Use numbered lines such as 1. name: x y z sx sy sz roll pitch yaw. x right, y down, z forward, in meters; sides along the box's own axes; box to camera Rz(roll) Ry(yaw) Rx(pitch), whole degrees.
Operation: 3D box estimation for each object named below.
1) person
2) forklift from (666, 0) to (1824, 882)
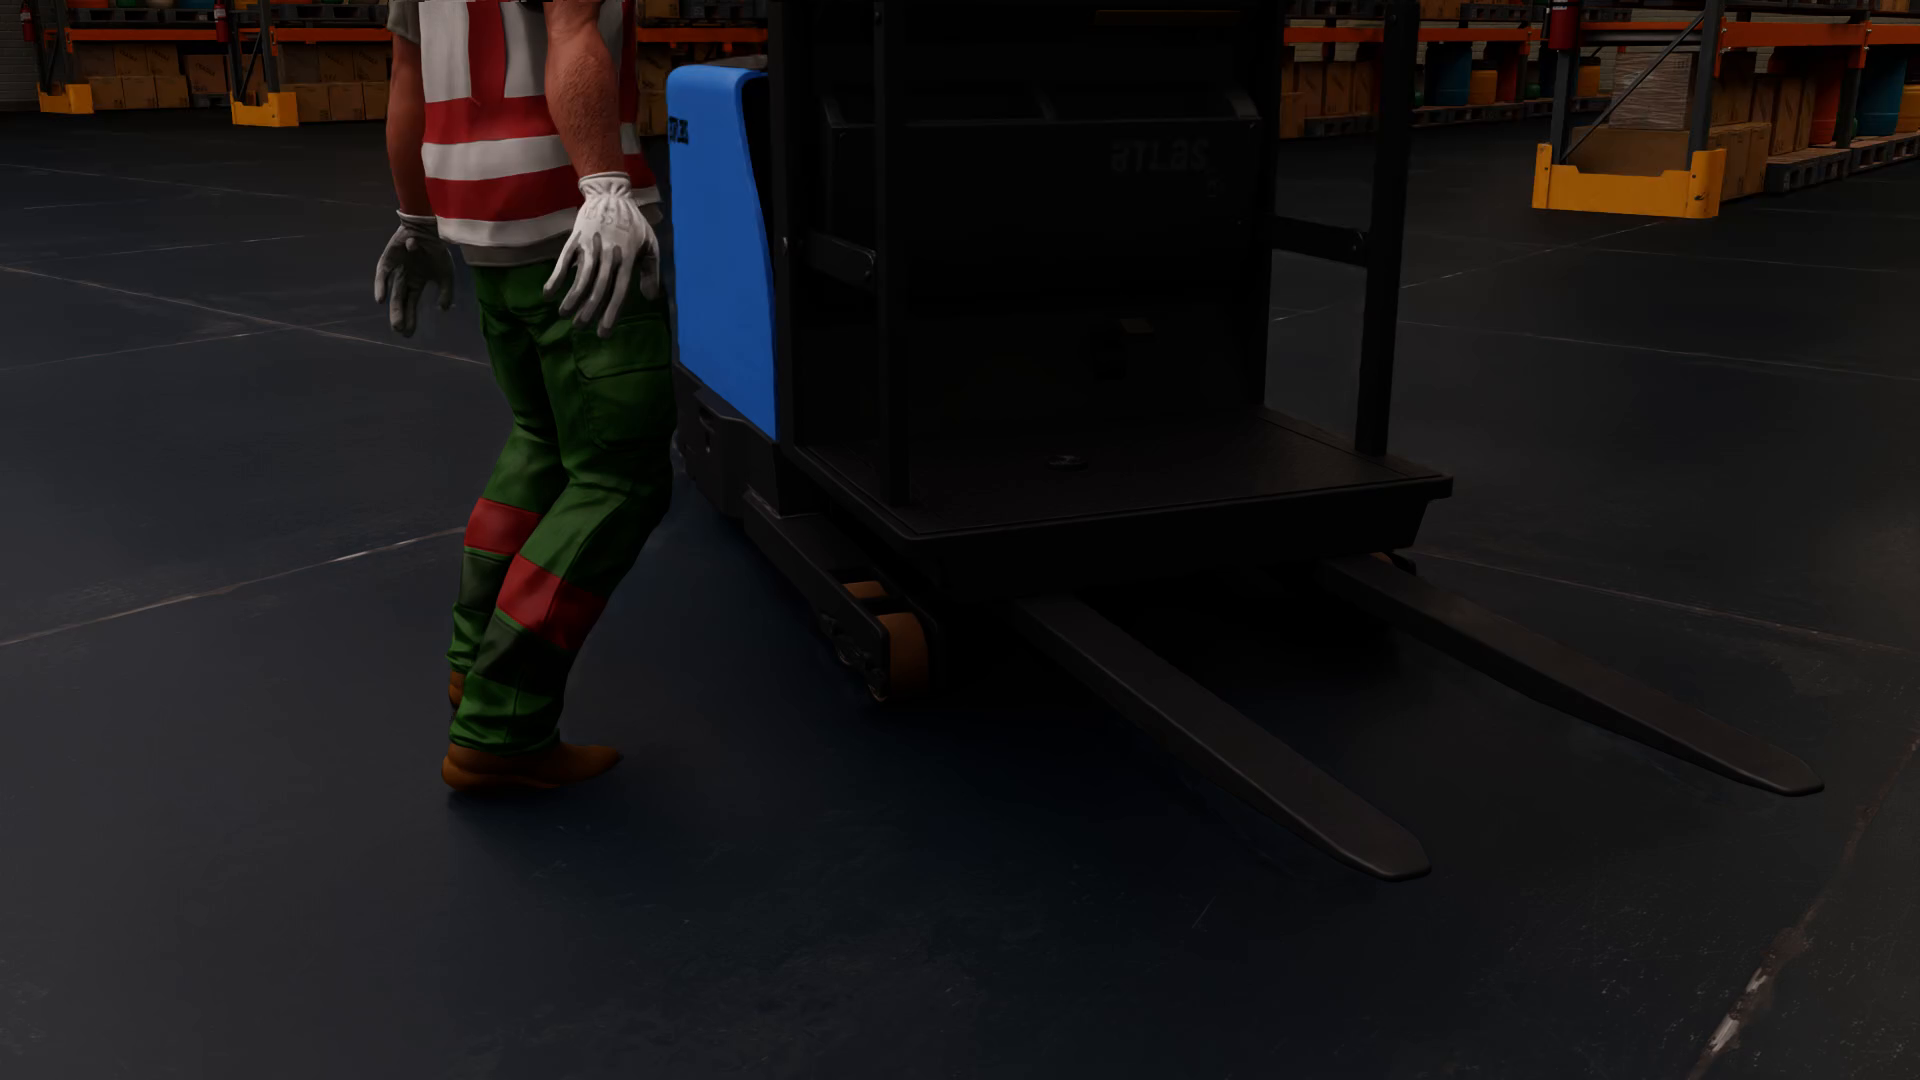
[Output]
1. person: -0.675 -0.471 2.590 0.502 1.745 0.891 -12 21 -35
2. forklift: 0.247 -1.247 3.003 1.130 2.935 3.031 -7 18 -21
